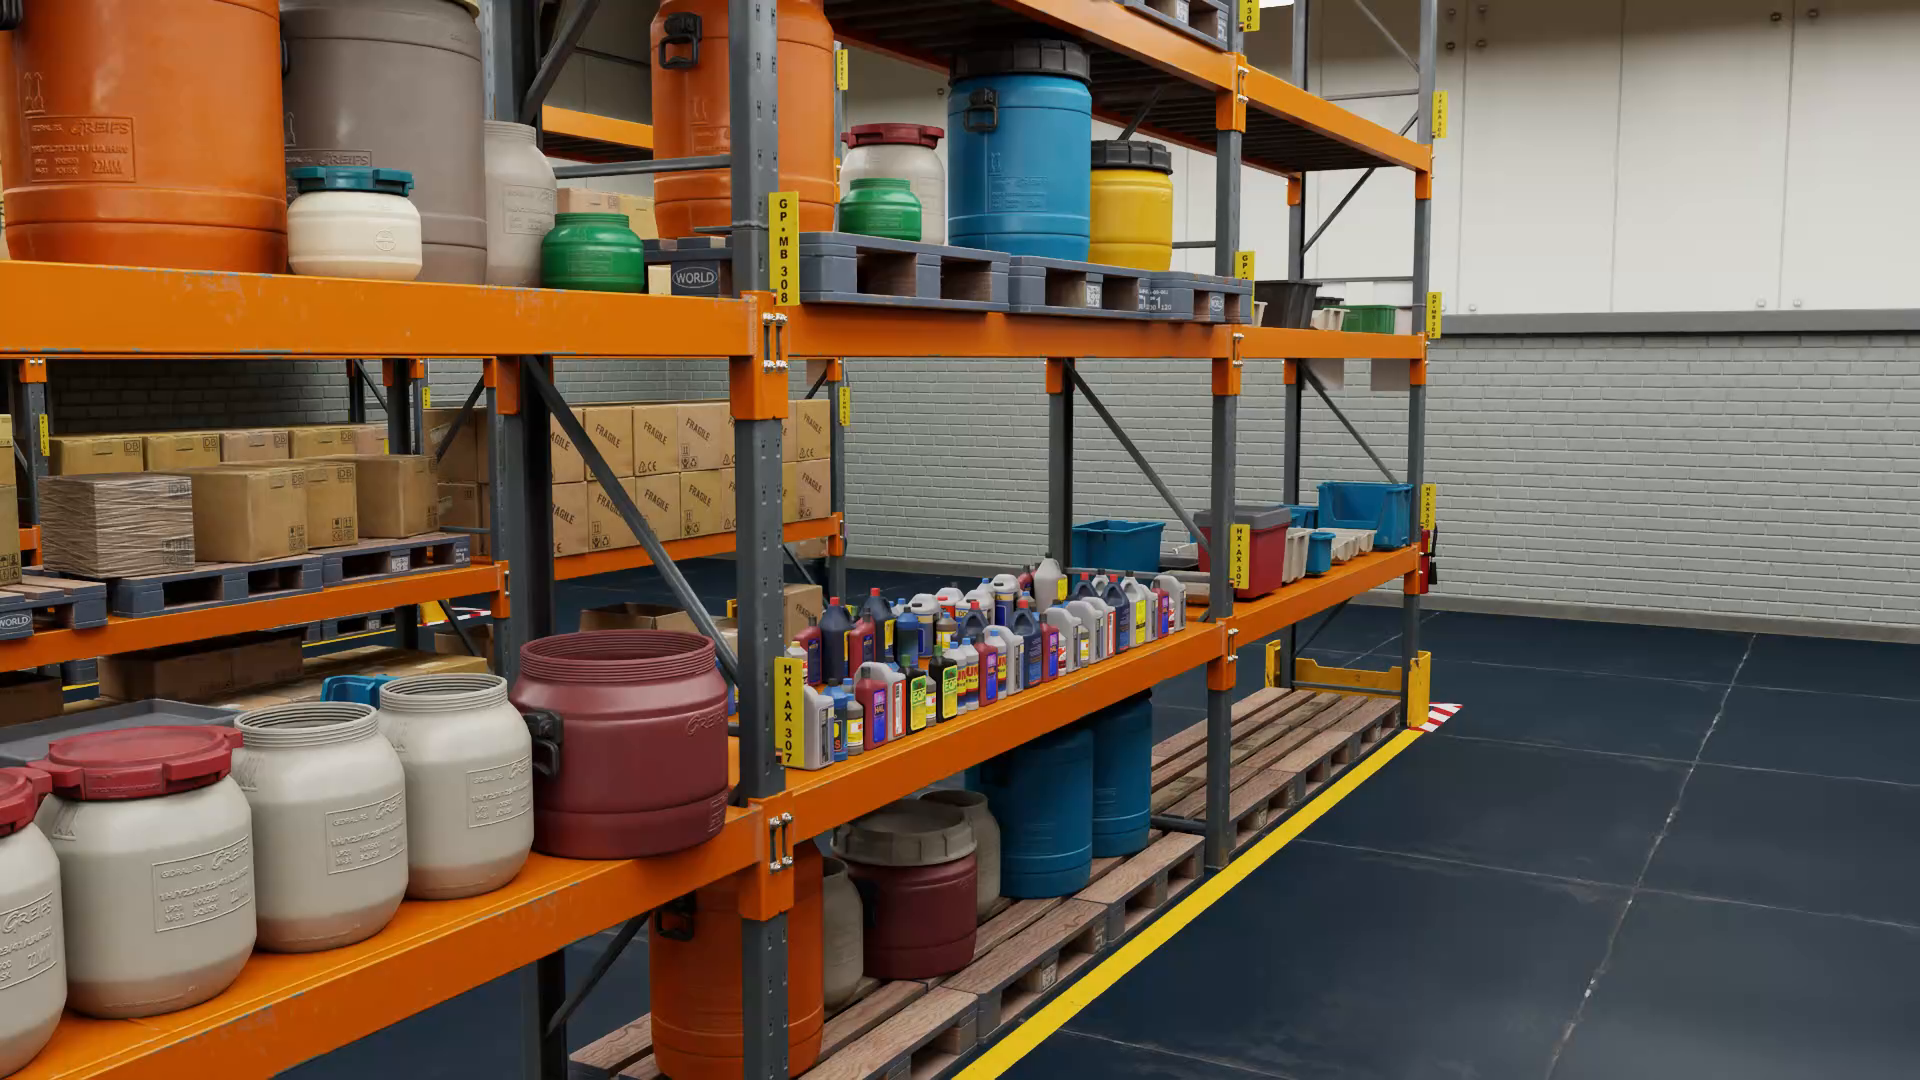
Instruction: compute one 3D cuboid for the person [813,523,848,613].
[{"bbox_3d":[-1.415,0.059,17.193,0.373,1.458,0.636,3,7,27],"label":"person"}]
